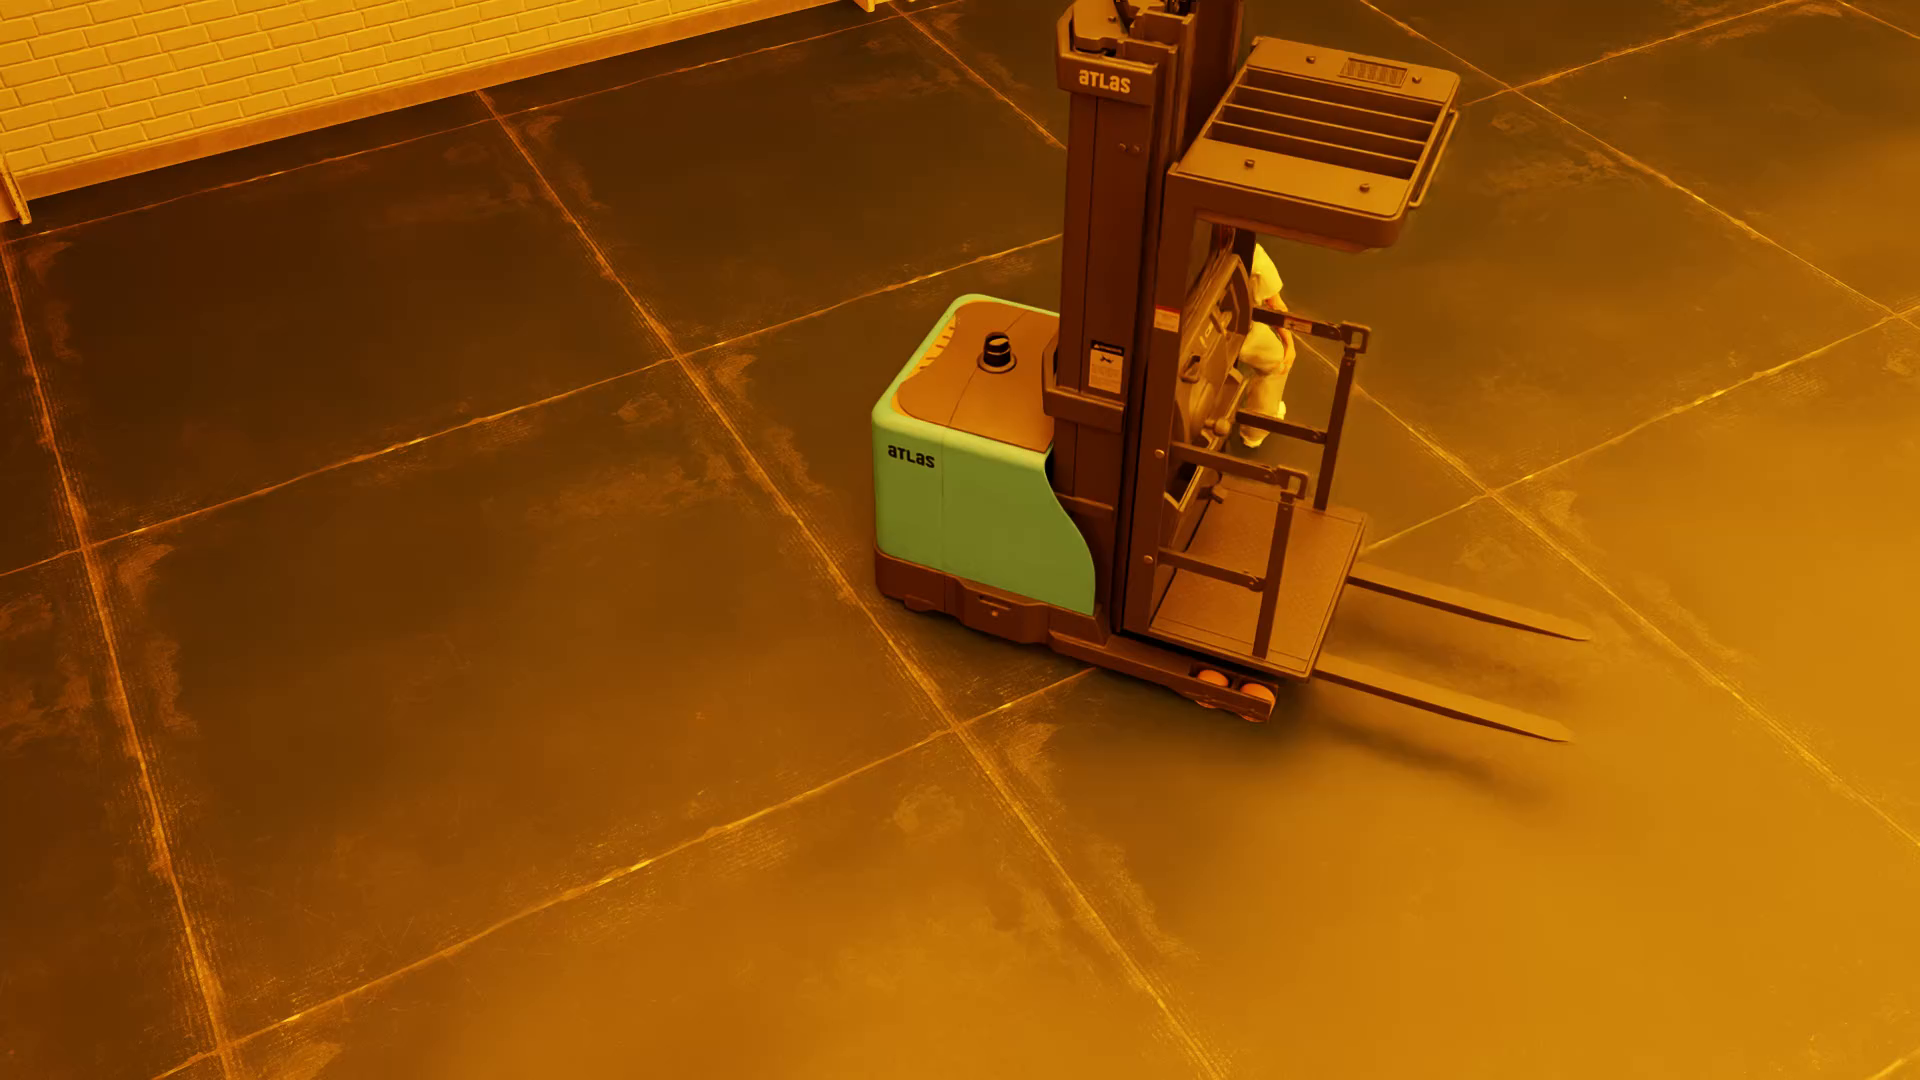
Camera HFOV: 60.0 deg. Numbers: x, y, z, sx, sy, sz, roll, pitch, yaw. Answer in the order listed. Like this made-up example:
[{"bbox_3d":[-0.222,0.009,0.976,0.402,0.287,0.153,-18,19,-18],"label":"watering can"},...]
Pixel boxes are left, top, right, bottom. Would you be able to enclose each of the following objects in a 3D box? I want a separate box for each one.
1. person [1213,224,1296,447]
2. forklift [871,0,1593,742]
[{"bbox_3d":[1.299,-0.992,7.762,0.599,1.598,0.825,18,46,18],"label":"person"},{"bbox_3d":[1.181,-0.720,6.474,3.031,2.935,1.130,16,45,17],"label":"forklift"}]
